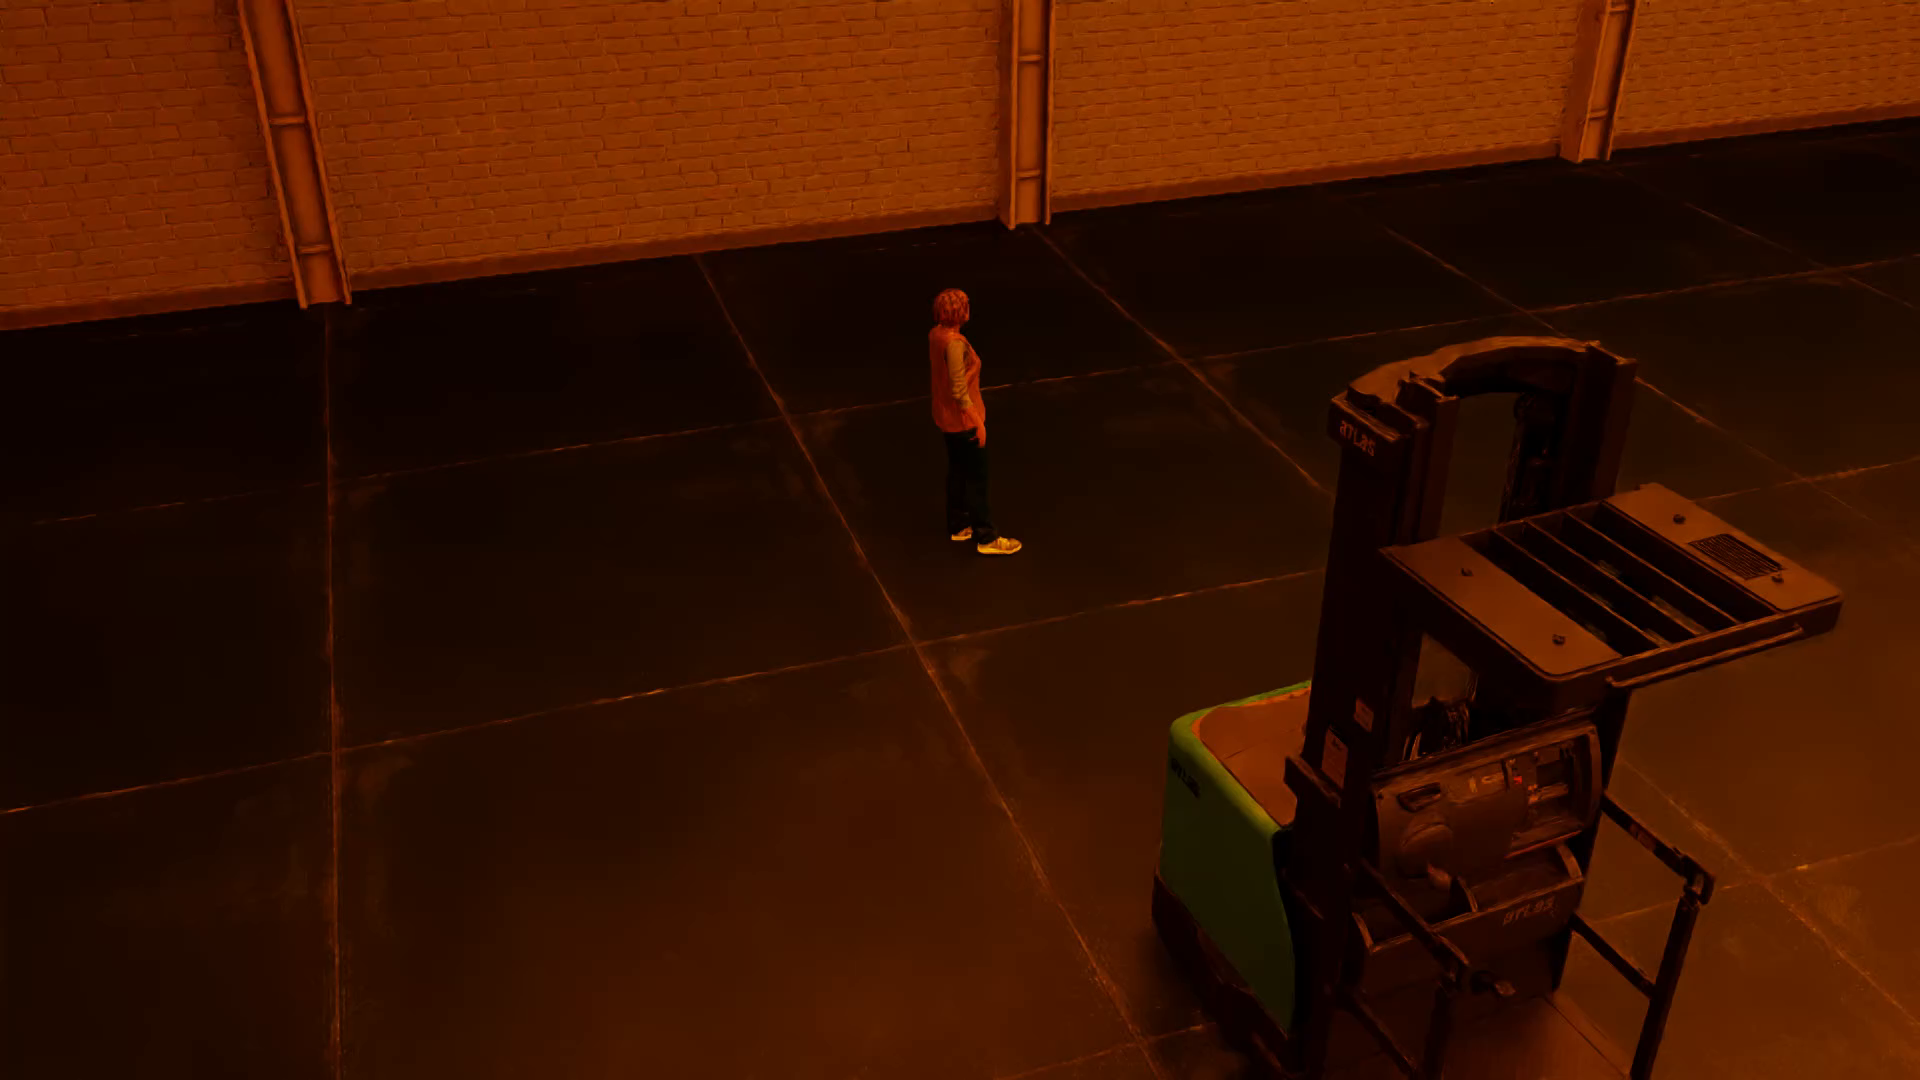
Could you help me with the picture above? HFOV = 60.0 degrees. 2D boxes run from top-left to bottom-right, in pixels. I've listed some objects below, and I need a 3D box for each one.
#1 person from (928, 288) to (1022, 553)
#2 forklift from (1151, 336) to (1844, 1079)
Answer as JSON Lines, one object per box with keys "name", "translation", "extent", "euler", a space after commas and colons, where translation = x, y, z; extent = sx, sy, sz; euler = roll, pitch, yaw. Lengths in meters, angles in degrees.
{"name": "person", "translation": [0.075, -0.704, 9.633], "extent": [0.474, 1.597, 0.520], "euler": [-10, 31, -16]}
{"name": "forklift", "translation": [1.870, 0.947, 5.441], "extent": [1.130, 2.935, 3.031], "euler": [-12, 32, -20]}
